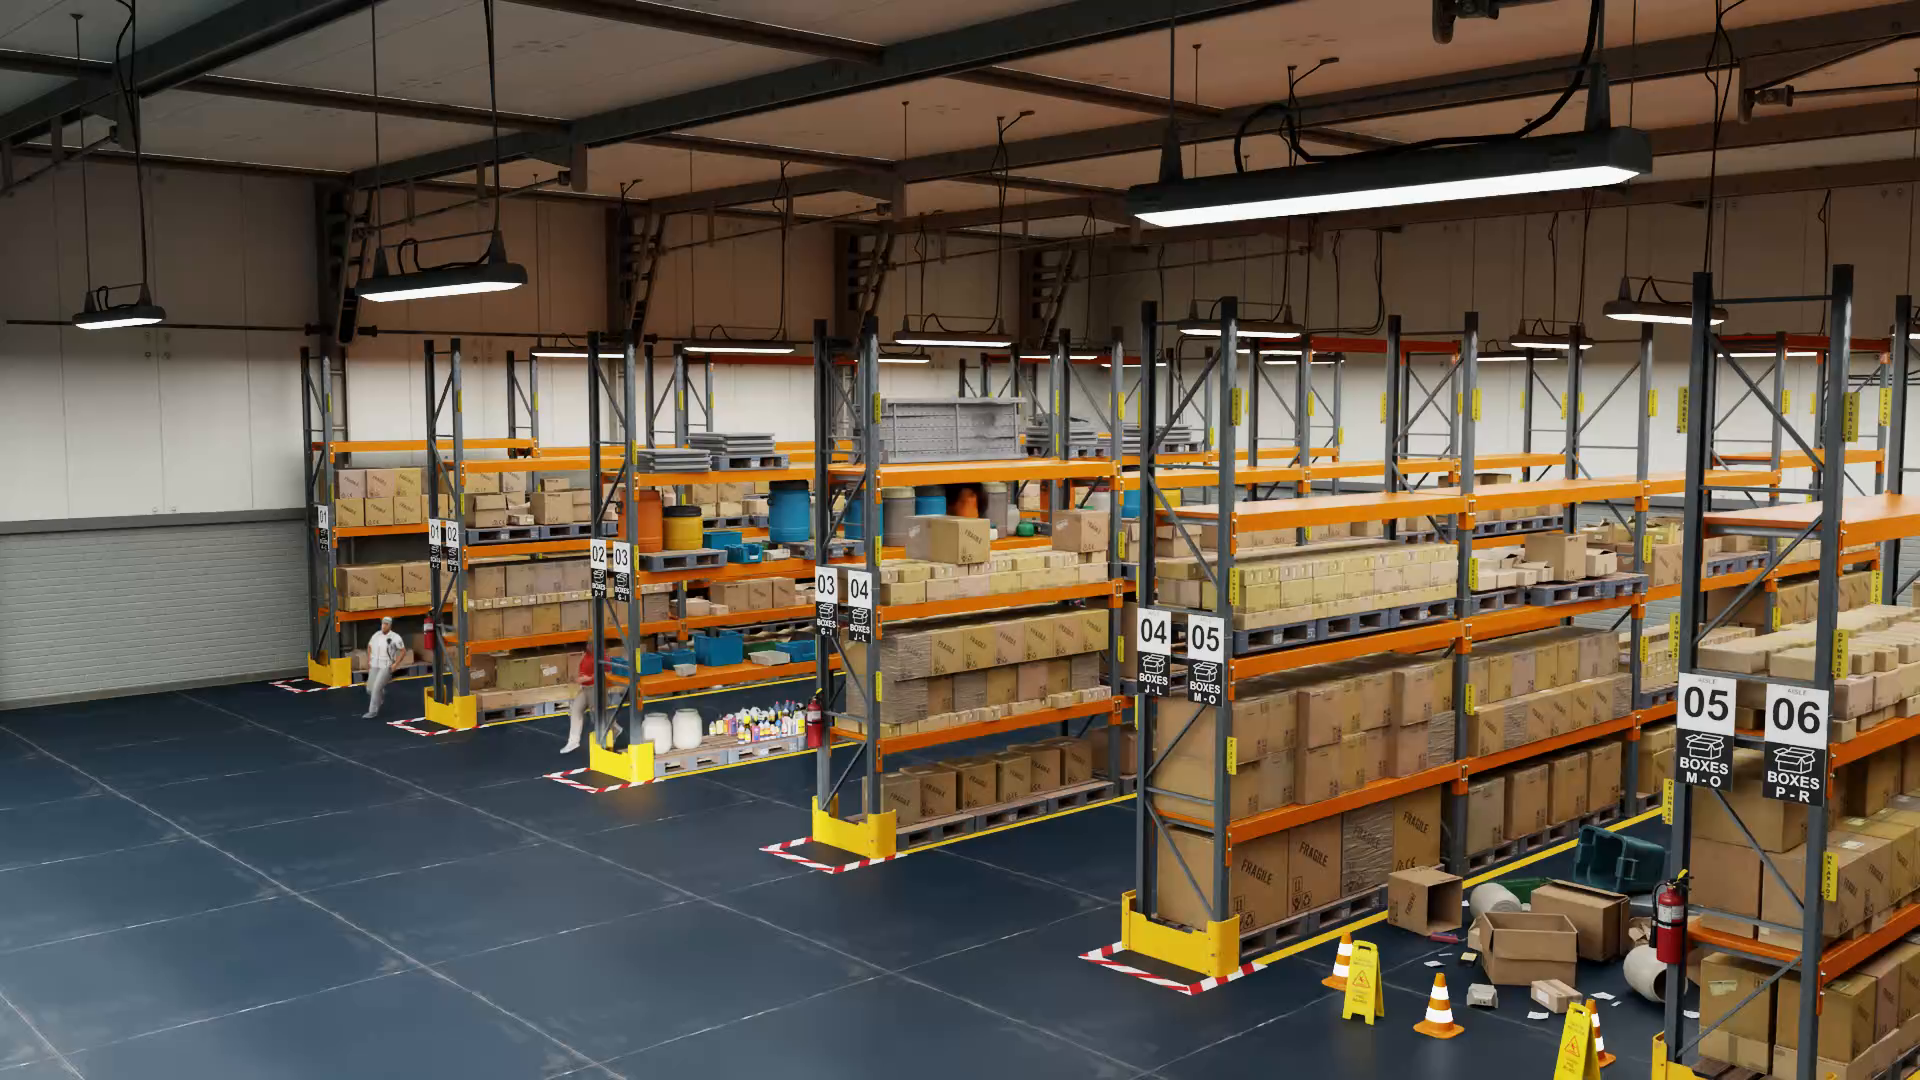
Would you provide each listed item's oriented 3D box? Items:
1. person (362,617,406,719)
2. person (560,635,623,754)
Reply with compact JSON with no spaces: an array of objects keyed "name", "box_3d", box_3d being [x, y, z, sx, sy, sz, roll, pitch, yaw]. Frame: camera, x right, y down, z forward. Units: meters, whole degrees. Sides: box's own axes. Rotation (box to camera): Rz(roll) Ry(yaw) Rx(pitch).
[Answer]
[{"name":"person","box_3d":[-9.222,2.025,26.659,0.653,1.602,0.666,1,5,9]},{"name":"person","box_3d":[-5.268,2.203,24.006,0.691,1.720,0.963,5,7,43]}]
